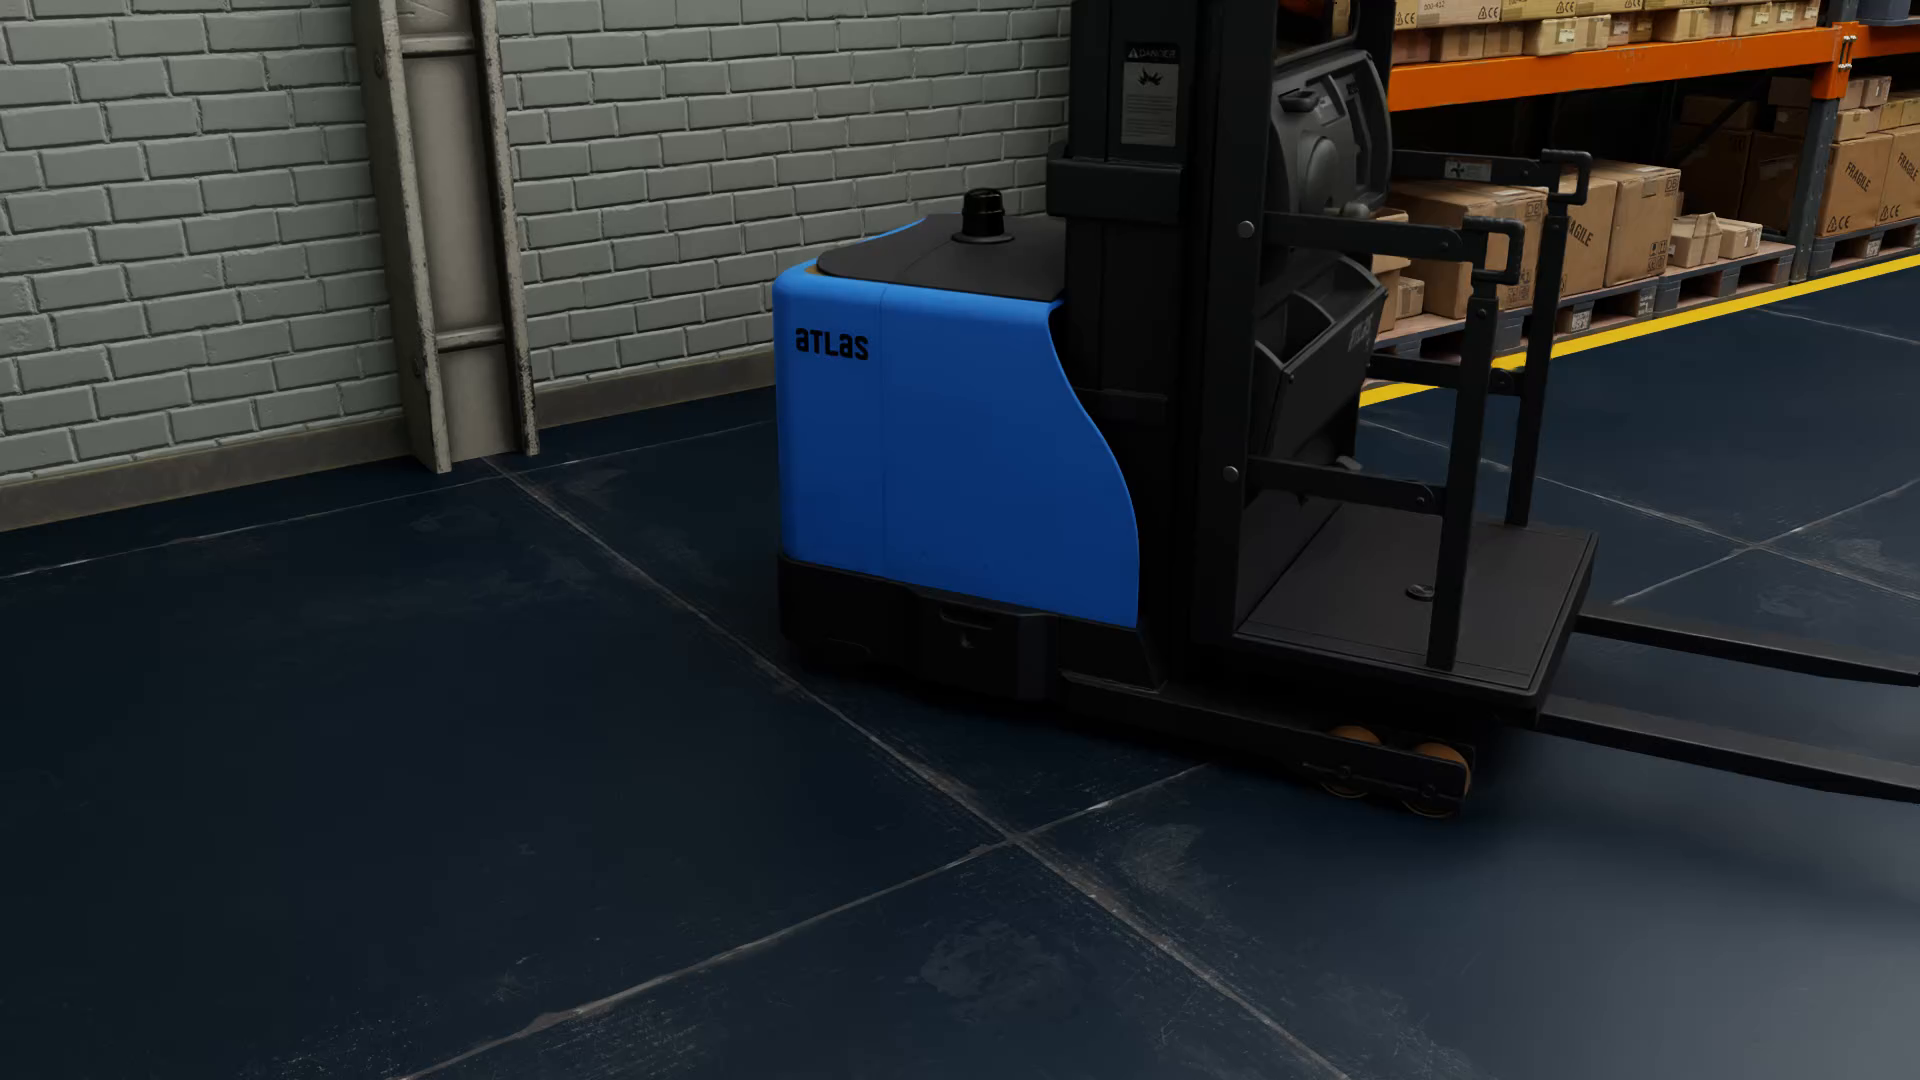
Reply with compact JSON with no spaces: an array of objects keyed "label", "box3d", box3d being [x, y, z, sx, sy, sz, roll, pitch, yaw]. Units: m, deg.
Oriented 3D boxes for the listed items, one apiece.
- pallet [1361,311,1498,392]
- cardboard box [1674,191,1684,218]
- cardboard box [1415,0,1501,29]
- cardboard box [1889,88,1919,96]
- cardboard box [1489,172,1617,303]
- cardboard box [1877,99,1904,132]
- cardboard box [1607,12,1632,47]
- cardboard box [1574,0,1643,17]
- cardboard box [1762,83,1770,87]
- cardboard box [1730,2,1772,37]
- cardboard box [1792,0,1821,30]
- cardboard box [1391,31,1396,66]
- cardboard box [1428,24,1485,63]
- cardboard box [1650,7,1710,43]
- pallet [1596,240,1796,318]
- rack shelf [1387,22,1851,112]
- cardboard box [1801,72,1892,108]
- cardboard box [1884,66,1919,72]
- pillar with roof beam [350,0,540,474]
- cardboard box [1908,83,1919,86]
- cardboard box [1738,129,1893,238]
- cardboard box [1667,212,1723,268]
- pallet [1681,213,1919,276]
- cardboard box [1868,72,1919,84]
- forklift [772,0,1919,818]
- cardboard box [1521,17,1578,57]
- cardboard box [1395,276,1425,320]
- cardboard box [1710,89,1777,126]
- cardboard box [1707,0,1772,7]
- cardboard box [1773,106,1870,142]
[{"label":"pallet","box3d":[1.608,-0.927,7.435,1.213,0.211,1.003,-15,26,-33]},{"label":"cardboard box","box3d":[3.472,-1.773,8.853,0.500,0.311,0.500,-14,26,-31]},{"label":"cardboard box","box3d":[1.834,-2.228,6.733,0.500,0.250,0.500,-15,26,-32]},{"label":"cardboard box","box3d":[5.414,-2.480,9.495,0.250,0.149,0.380,-15,26,-33]},{"label":"cardboard box","box3d":[2.655,-1.428,7.735,0.500,0.500,0.500,-14,26,-32]},{"label":"cardboard box","box3d":[4.974,-2.374,9.229,0.250,0.149,0.380,-17,27,-36]},{"label":"cardboard box","box3d":[2.772,-2.308,7.473,0.250,0.149,0.380,-15,26,-33]},{"label":"cardboard box","box3d":[2.646,-2.455,7.304,0.500,0.250,0.500,-16,27,-34]},{"label":"cardboard box","box3d":[4.872,-2.577,9.739,0.250,0.149,0.380,-16,27,-35]},{"label":"cardboard box","box3d":[3.640,-2.511,7.979,0.250,0.149,0.380,-14,26,-31]},{"label":"cardboard box","box3d":[4.035,-2.637,8.296,0.250,0.149,0.380,-15,26,-32]},{"label":"cardboard box","box3d":[1.506,-1.974,6.634,0.250,0.149,0.380,-14,26,-32]},{"label":"cardboard box","box3d":[1.940,-2.077,6.894,0.250,0.149,0.380,-14,26,-31]},{"label":"cardboard box","box3d":[3.220,-2.398,7.698,0.250,0.149,0.380,-15,26,-34]},{"label":"pallet","box3d":[3.588,-1.455,8.758,1.213,0.211,1.003,-15,26,-33]},{"label":"rack shelf","box3d":[2.523,-2.132,7.662,4.000,0.370,1.077,-15,26,-33]},{"label":"cardboard box","box3d":[4.776,-2.440,8.994,0.250,0.149,0.380,-16,27,-35]},{"label":"cardboard box","box3d":[6.127,-2.922,10.603,0.250,0.149,0.380,-16,27,-35]},{"label":"pillar with roof beam","box3d":[0.699,-3.212,1.303,0.400,9.000,9.100,-15,26,-33]},{"label":"cardboard box","box3d":[5.818,-2.600,9.796,0.250,0.149,0.380,-15,26,-33]},{"label":"cardboard box","box3d":[4.670,-1.970,9.091,0.500,0.500,0.500,-14,25,-31]},{"label":"cardboard box","box3d":[3.576,-1.538,8.325,0.258,0.266,0.396,-14,26,-31]},{"label":"pallet","box3d":[4.785,-1.791,9.600,1.213,0.211,1.003,-15,26,-33]},{"label":"cardboard box","box3d":[5.770,-2.785,10.258,0.250,0.149,0.380,-15,26,-33]},{"label":"forklift","box3d":[1.058,-0.951,3.824,3.031,2.935,1.130,11,24,25]},{"label":"cardboard box","box3d":[2.401,-2.169,7.123,0.250,0.149,0.380,-16,27,-34]},{"label":"cardboard box","box3d":[1.819,-1.088,7.355,0.250,0.149,0.380,-16,27,-35]},{"label":"cardboard box","box3d":[4.487,-2.459,9.442,0.250,0.149,0.380,-15,26,-33]},{"label":"cardboard box","box3d":[3.477,-2.671,7.843,0.500,0.250,0.500,-15,26,-33]},{"label":"cardboard box","box3d":[4.593,-2.232,8.872,0.250,0.149,0.380,-14,25,-30]}]
